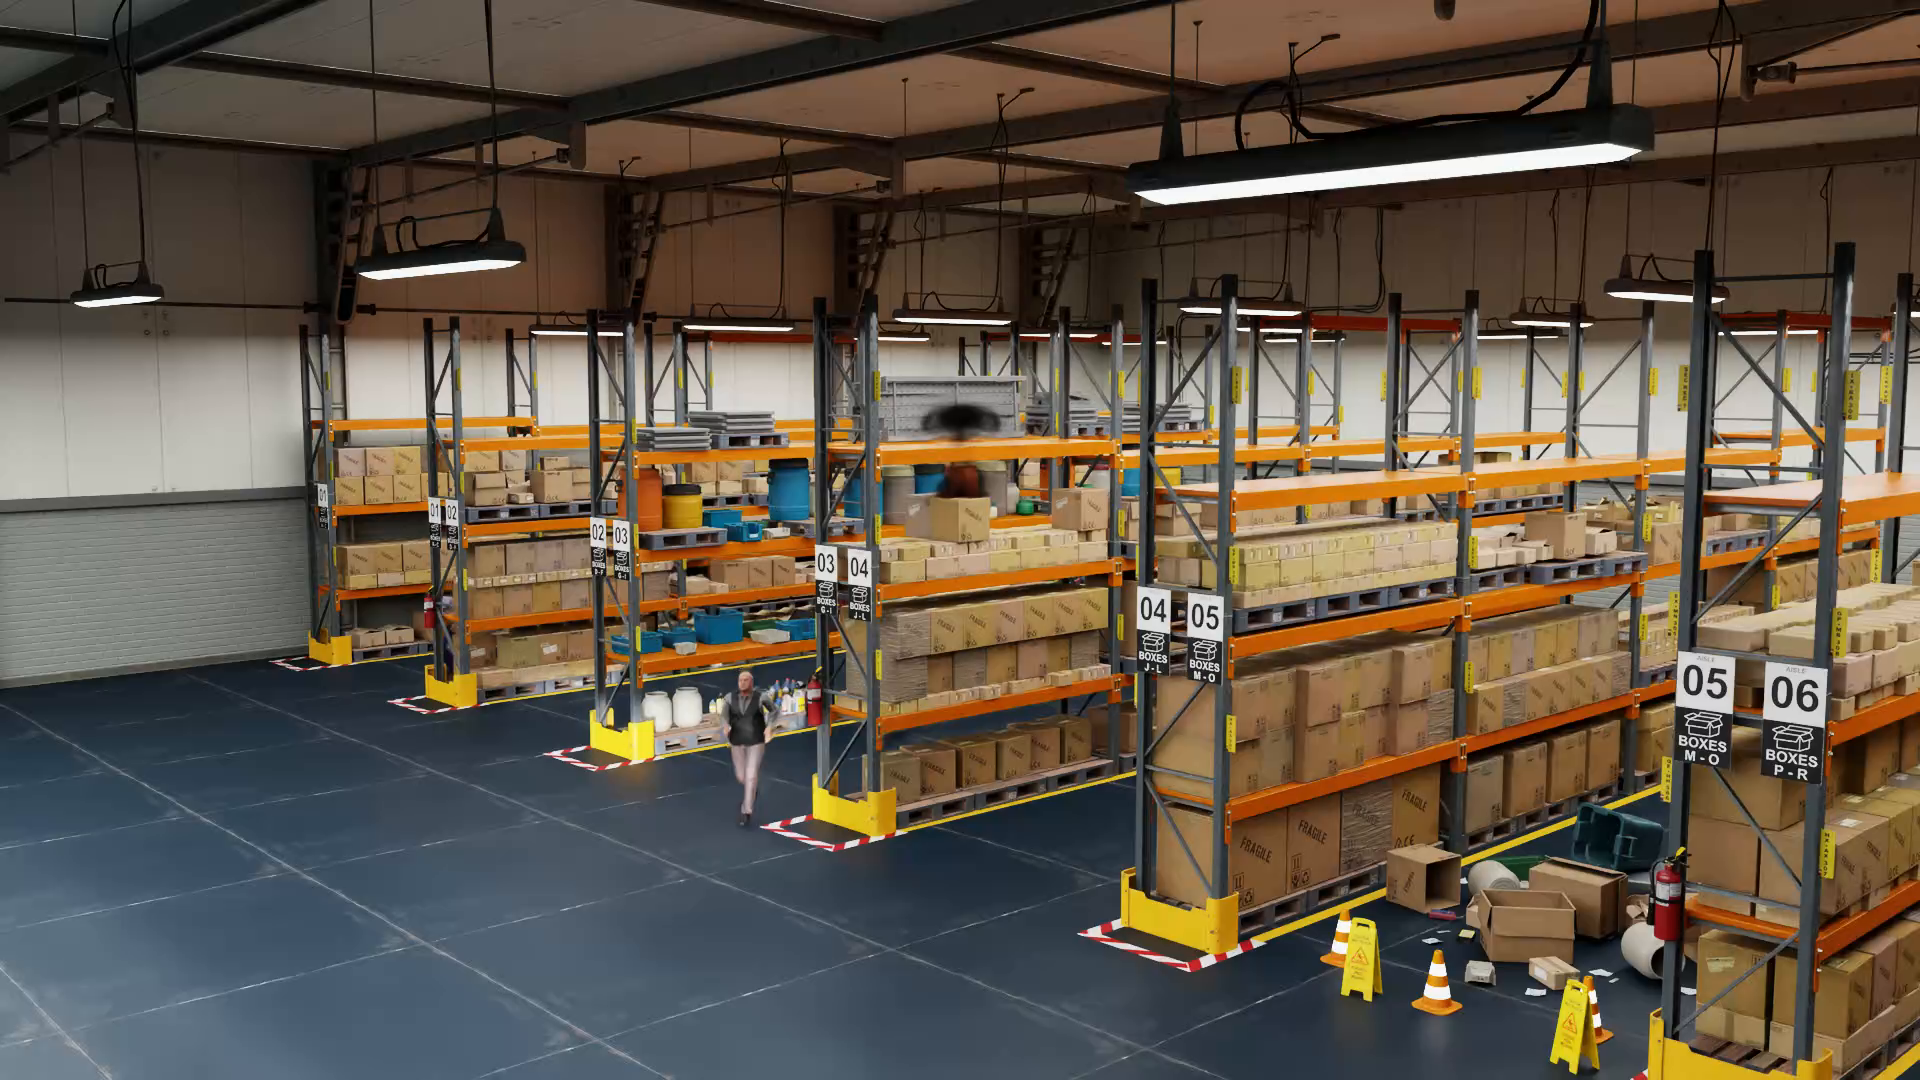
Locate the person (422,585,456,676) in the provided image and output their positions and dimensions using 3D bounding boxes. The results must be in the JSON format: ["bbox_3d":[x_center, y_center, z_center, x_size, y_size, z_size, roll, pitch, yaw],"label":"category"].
[{"bbox_3d":[-8.667,1.547,27.772,0.610,1.715,0.771,4,7,33],"label":"person"}]

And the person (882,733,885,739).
[{"bbox_3d":[-1.020,1.993,23.320,0.720,1.734,1.025,3,6,25],"label":"person"}]

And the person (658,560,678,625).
[{"bbox_3d":[-5.362,1.184,31.320,0.494,1.708,0.799,5,7,38],"label":"person"}]

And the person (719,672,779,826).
[{"bbox_3d":[-2.458,2.367,19.278,0.668,1.715,0.948,1,6,10],"label":"person"}]
